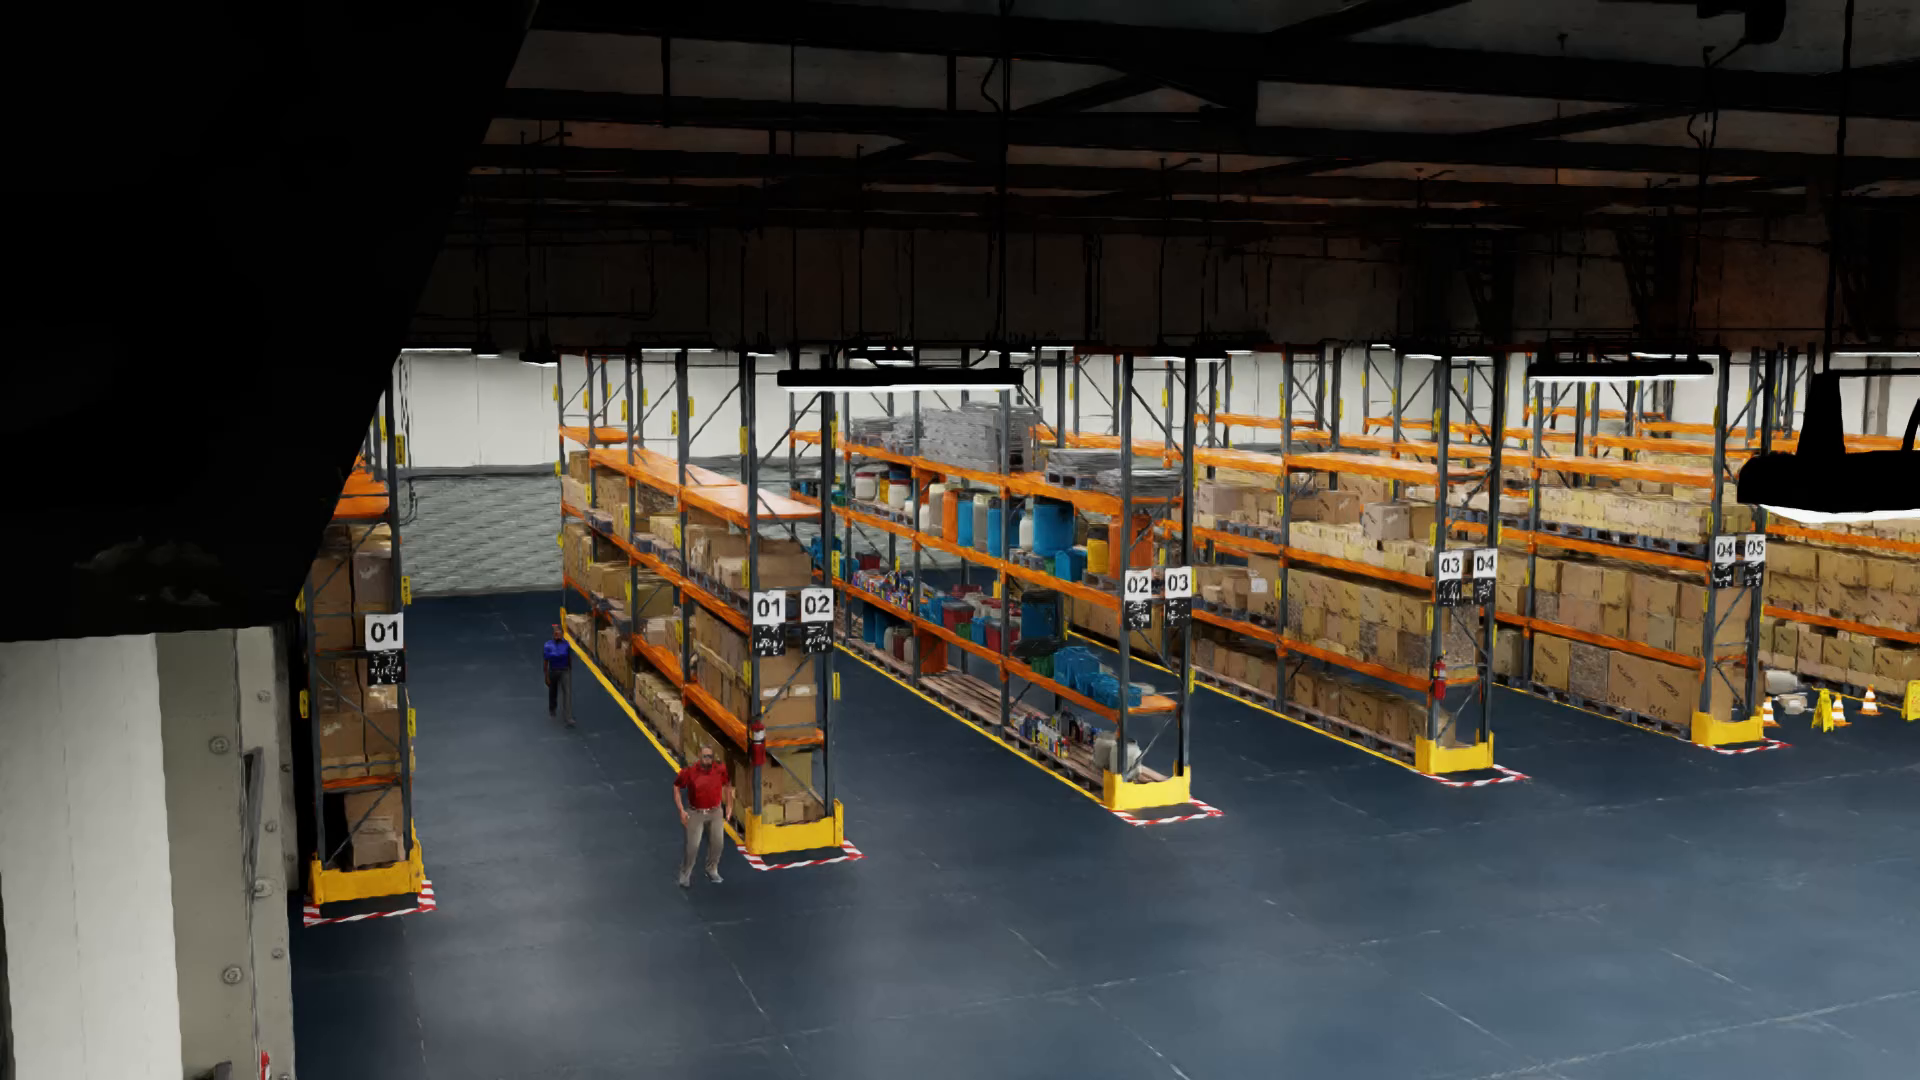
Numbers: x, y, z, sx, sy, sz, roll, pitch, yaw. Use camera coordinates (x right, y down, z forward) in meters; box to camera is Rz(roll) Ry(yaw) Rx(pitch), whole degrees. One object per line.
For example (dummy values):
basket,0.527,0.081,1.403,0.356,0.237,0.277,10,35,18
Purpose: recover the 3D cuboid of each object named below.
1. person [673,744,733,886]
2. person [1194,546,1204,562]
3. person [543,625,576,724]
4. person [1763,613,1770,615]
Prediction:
person,-2.922,3.110,18.936,0.682,1.676,0.535,-3,8,-23
person,6.200,-0.038,43.705,0.493,1.661,0.513,2,8,15
person,-6.479,2.137,26.801,0.447,1.574,1.088,-3,8,-19
person,16.430,1.123,33.929,0.583,1.778,0.665,1,7,8
